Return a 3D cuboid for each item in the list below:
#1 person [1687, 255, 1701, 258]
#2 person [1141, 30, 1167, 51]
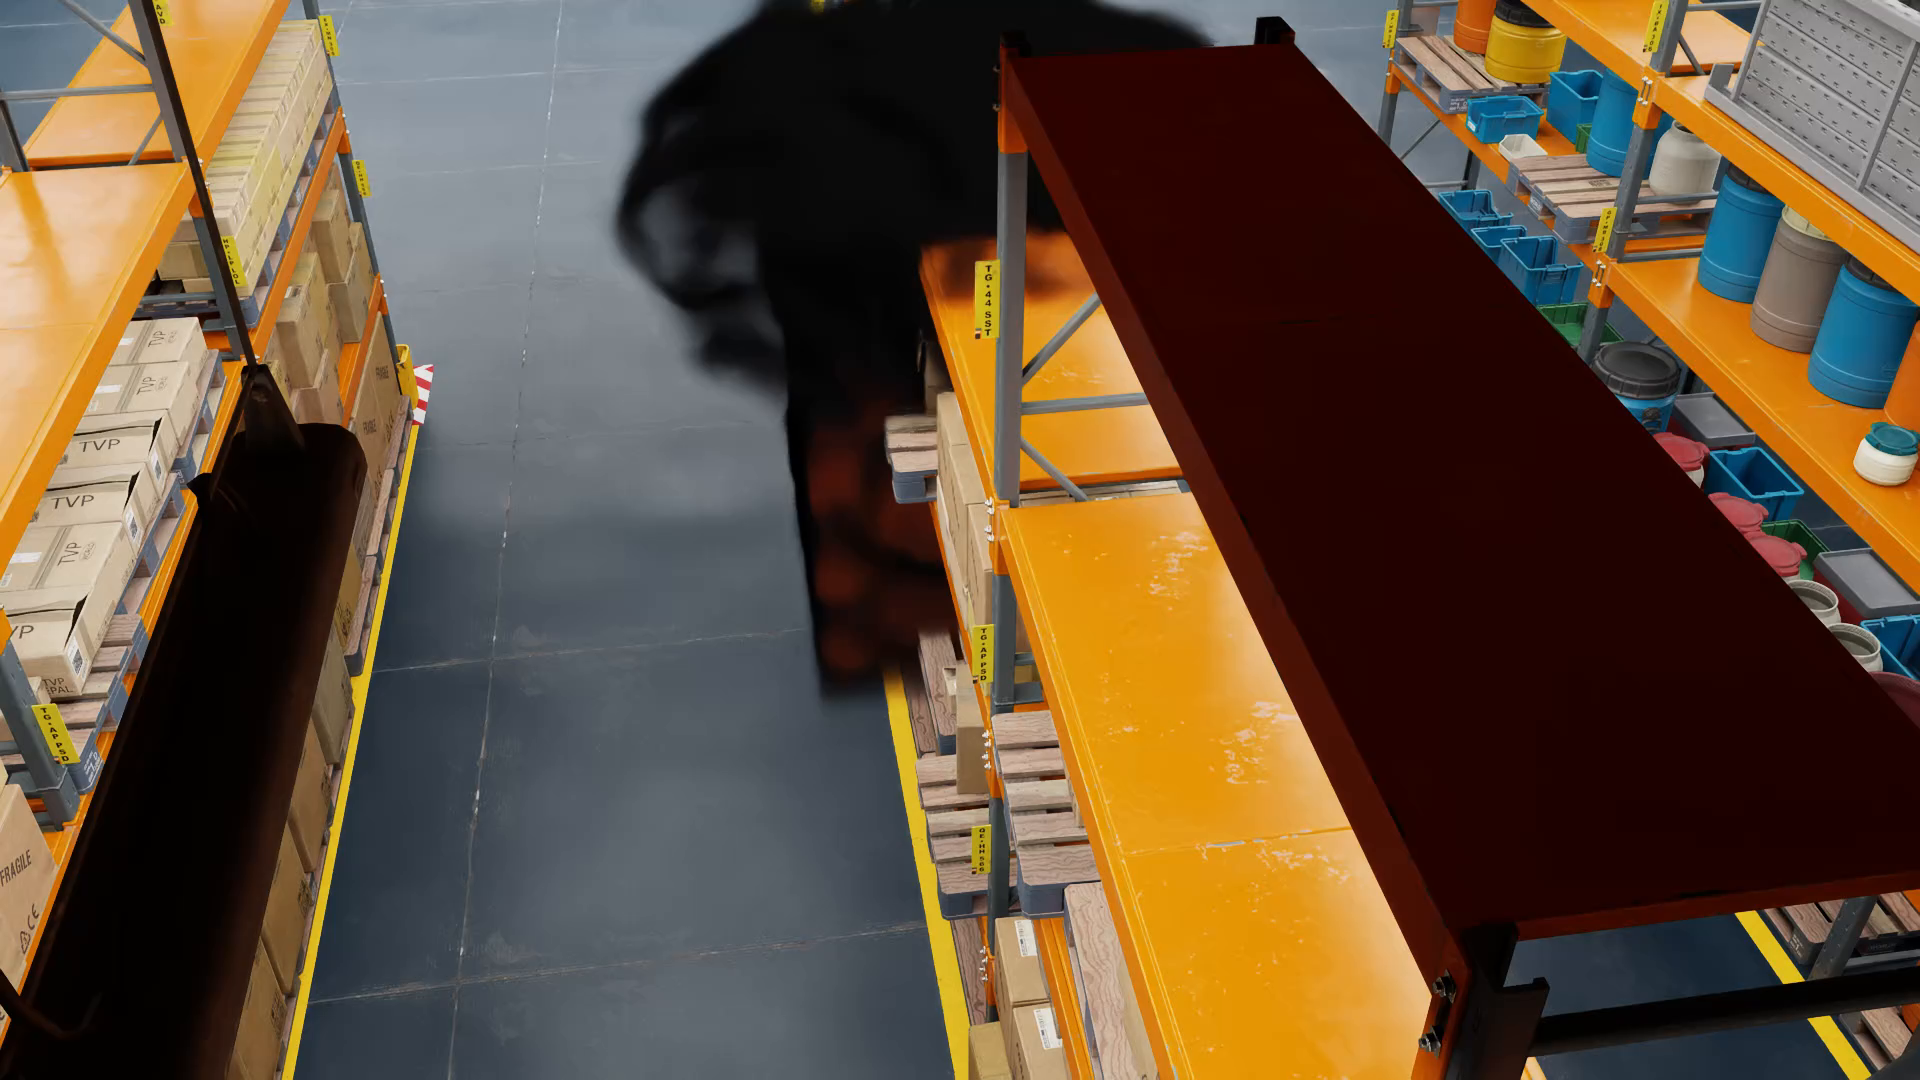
[{"bbox_3d":[6.918,-2.392,14.796,0.648,1.741,0.760,-26,44,-31],"label":"person"},{"bbox_3d":[2.194,-4.977,18.824,0.746,1.616,0.598,13,38,17],"label":"person"}]
